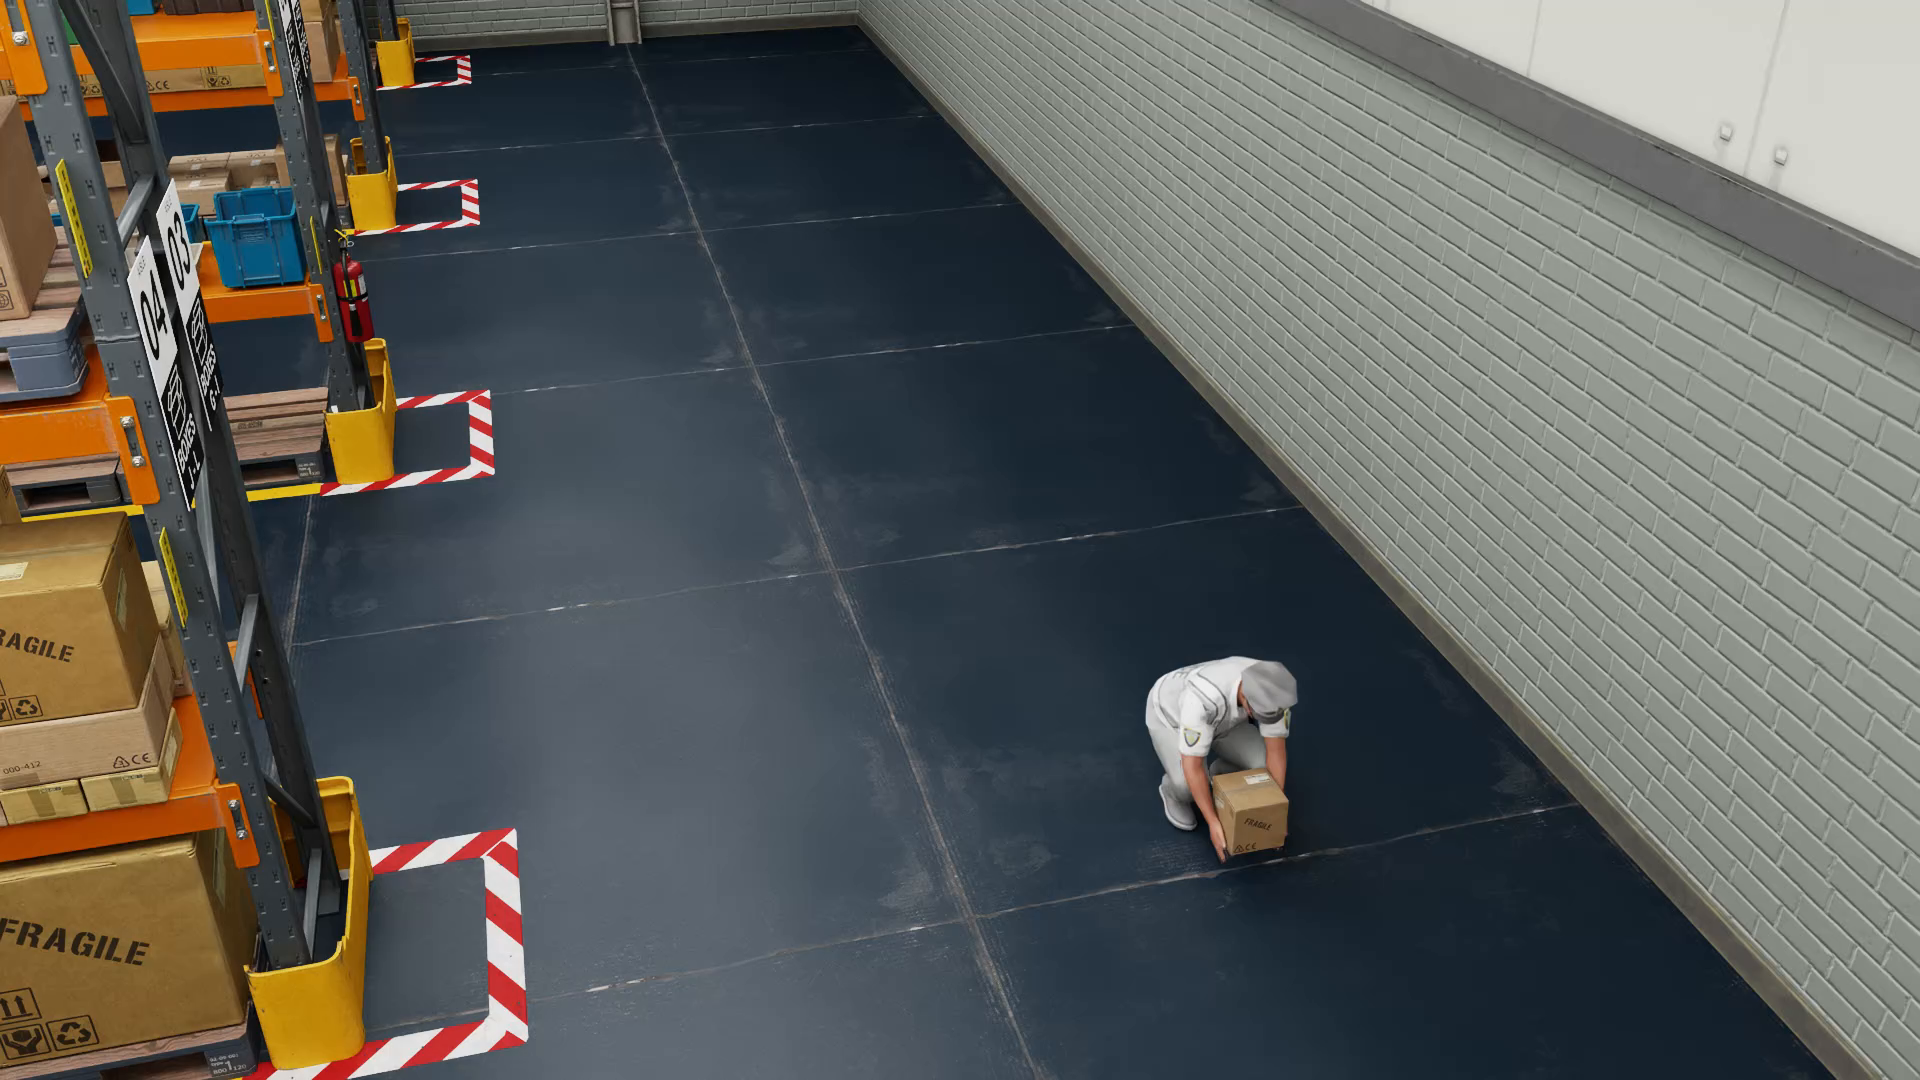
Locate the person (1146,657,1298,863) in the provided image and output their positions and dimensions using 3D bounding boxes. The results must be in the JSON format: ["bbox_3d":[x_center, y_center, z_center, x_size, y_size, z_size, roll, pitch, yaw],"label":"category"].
[{"bbox_3d":[1.181,0.866,7.493,0.537,1.012,0.908,-8,31,-14],"label":"person"}]
